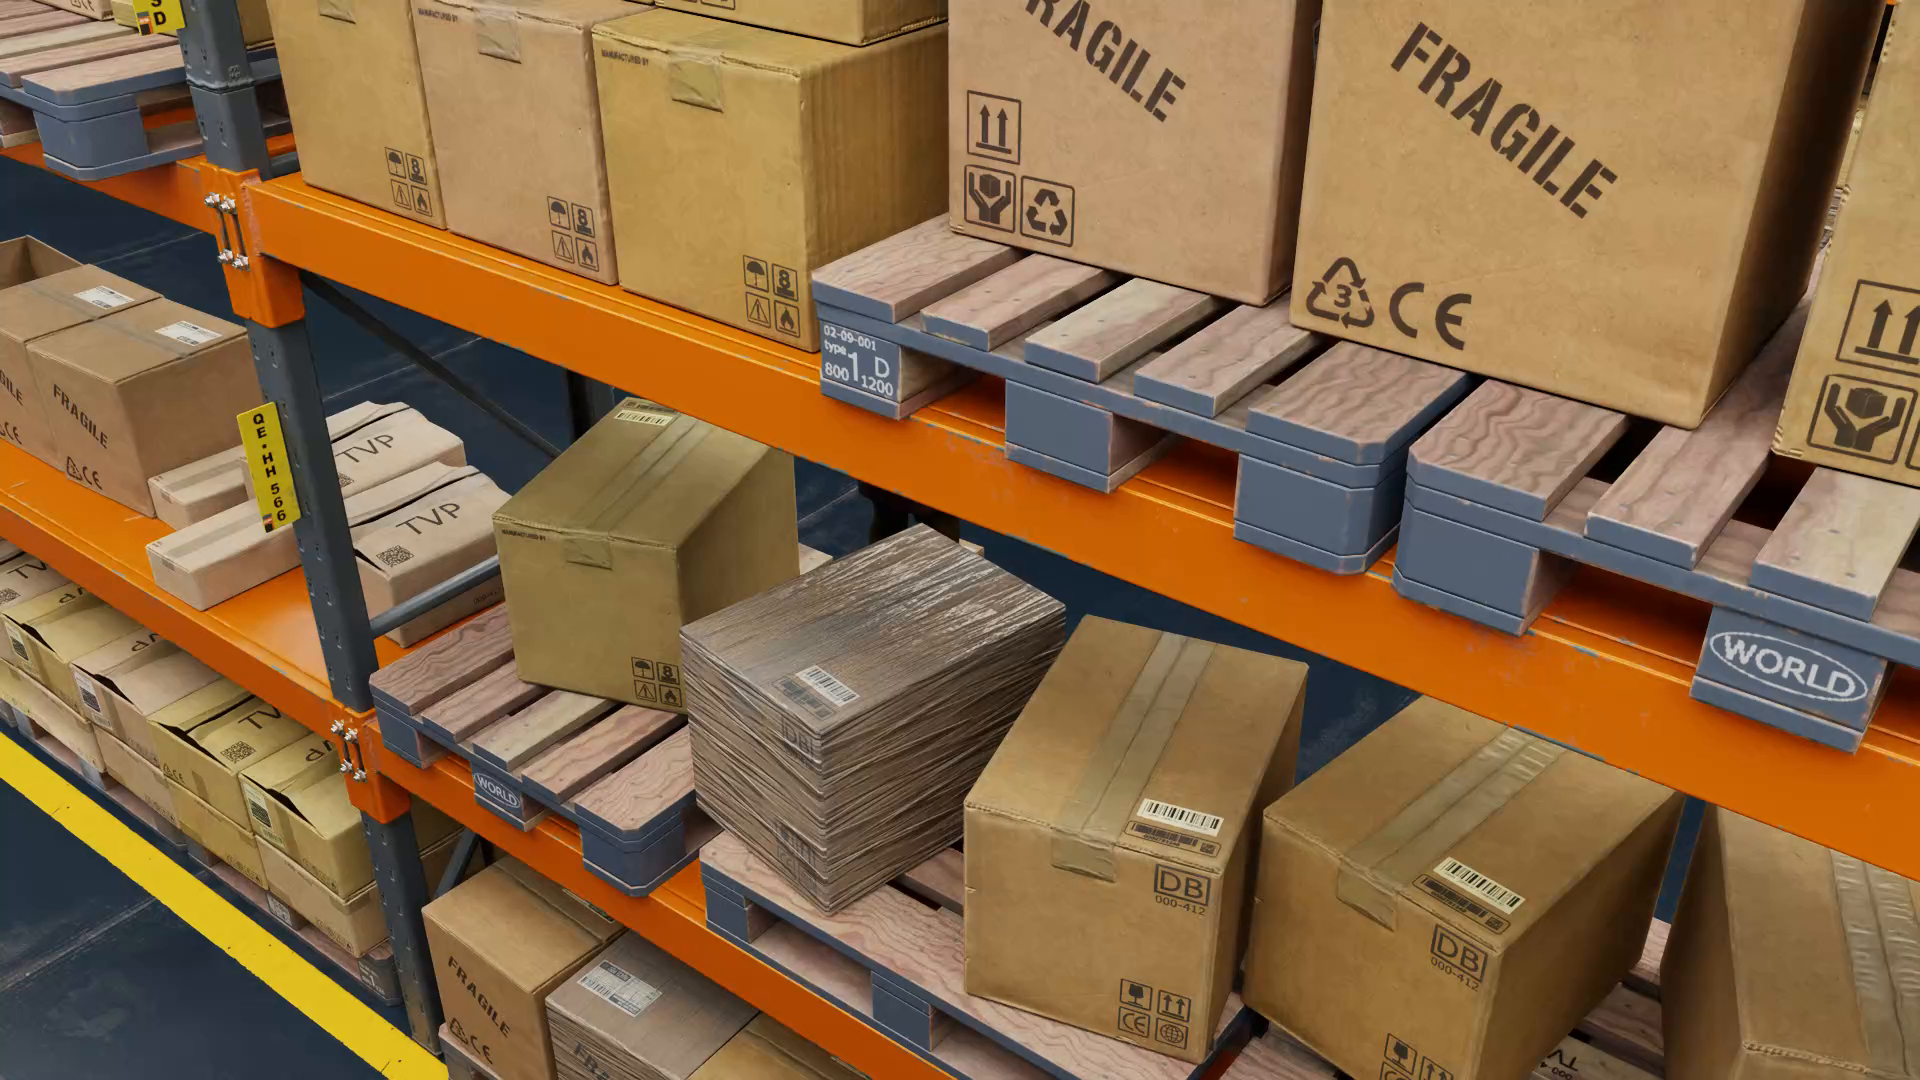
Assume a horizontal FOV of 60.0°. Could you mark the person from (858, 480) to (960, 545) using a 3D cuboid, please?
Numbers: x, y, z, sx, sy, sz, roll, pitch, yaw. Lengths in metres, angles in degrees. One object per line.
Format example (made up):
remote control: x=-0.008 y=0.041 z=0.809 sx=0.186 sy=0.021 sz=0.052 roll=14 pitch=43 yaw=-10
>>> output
person: x=-0.222 y=-0.327 z=6.883 sx=0.654 sy=1.590 sz=0.422 roll=19 pitch=35 yaw=29
